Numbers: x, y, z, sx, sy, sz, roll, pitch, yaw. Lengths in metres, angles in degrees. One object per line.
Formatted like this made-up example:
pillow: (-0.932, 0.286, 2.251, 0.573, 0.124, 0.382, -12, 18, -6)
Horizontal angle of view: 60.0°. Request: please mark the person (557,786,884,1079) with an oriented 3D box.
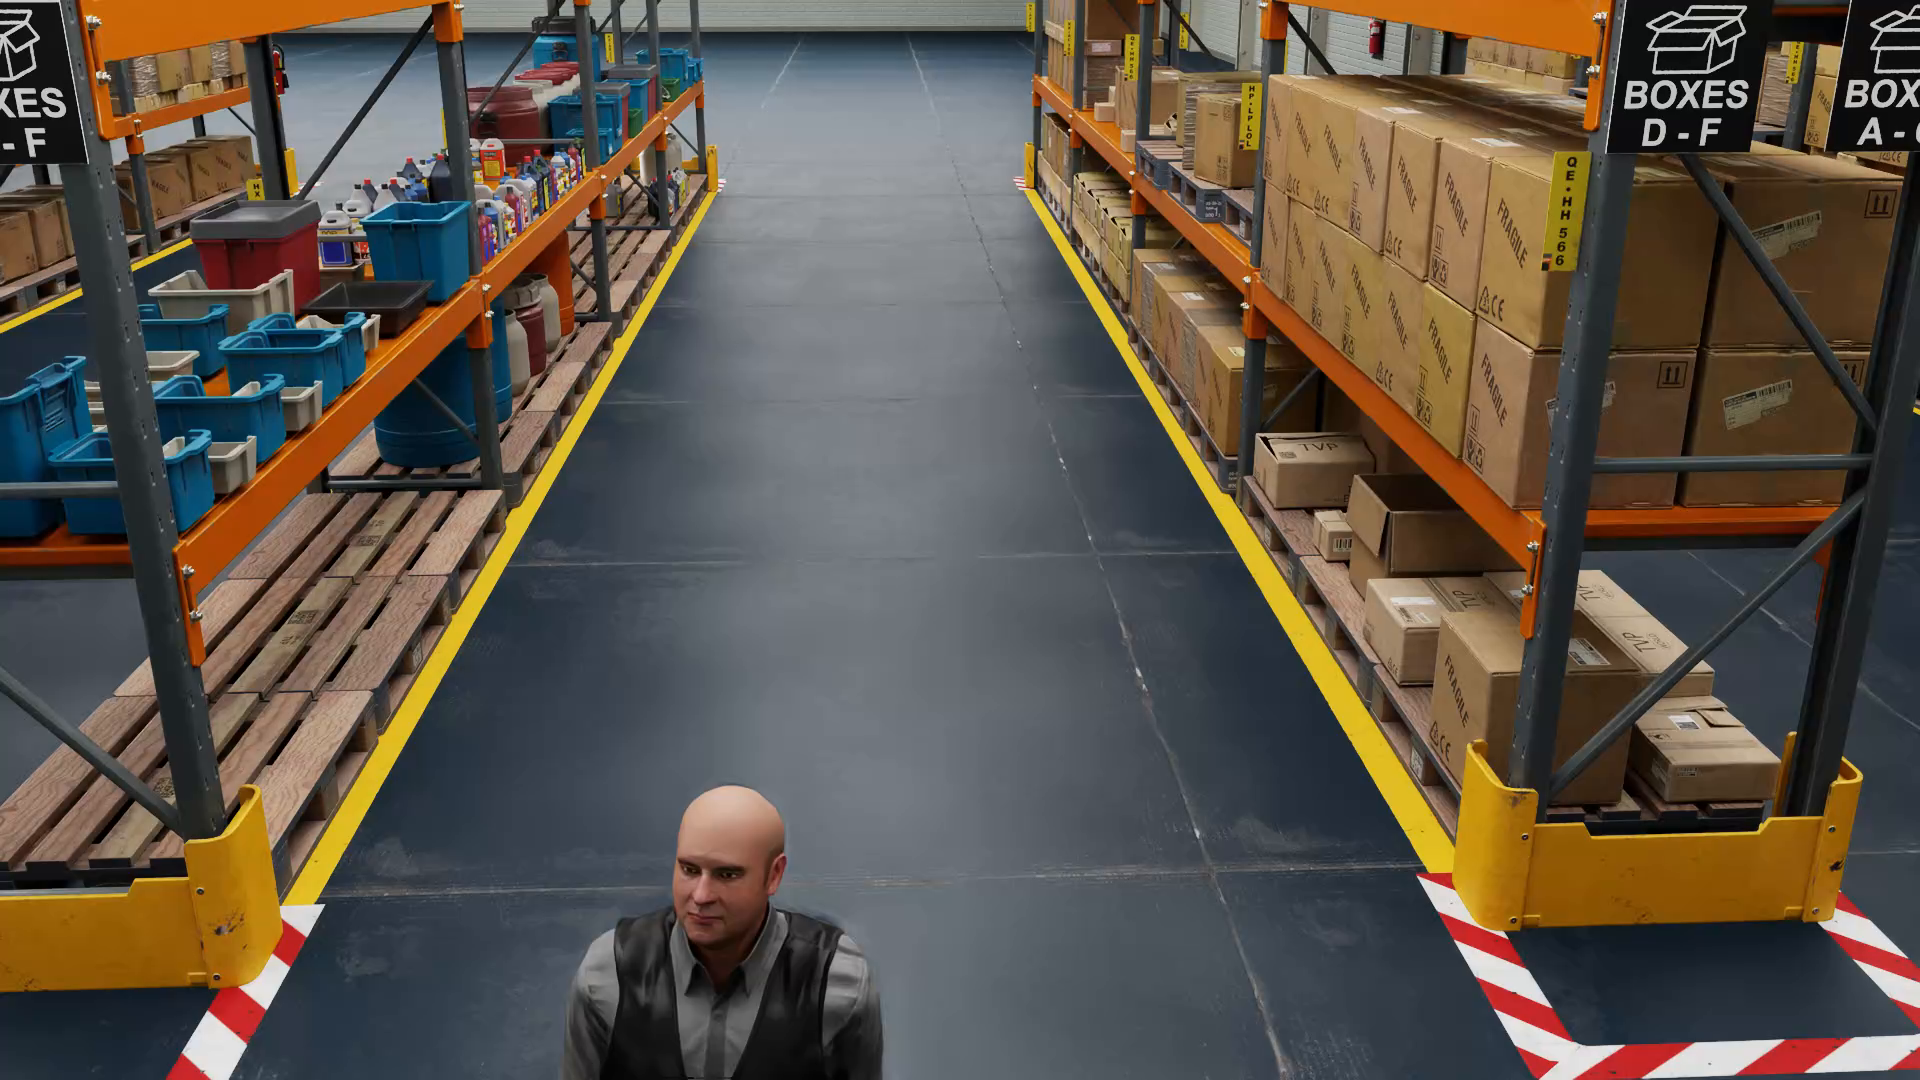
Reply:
person: (-0.408, 1.199, 2.873, 0.554, 1.679, 0.979, 2, 20, 5)
